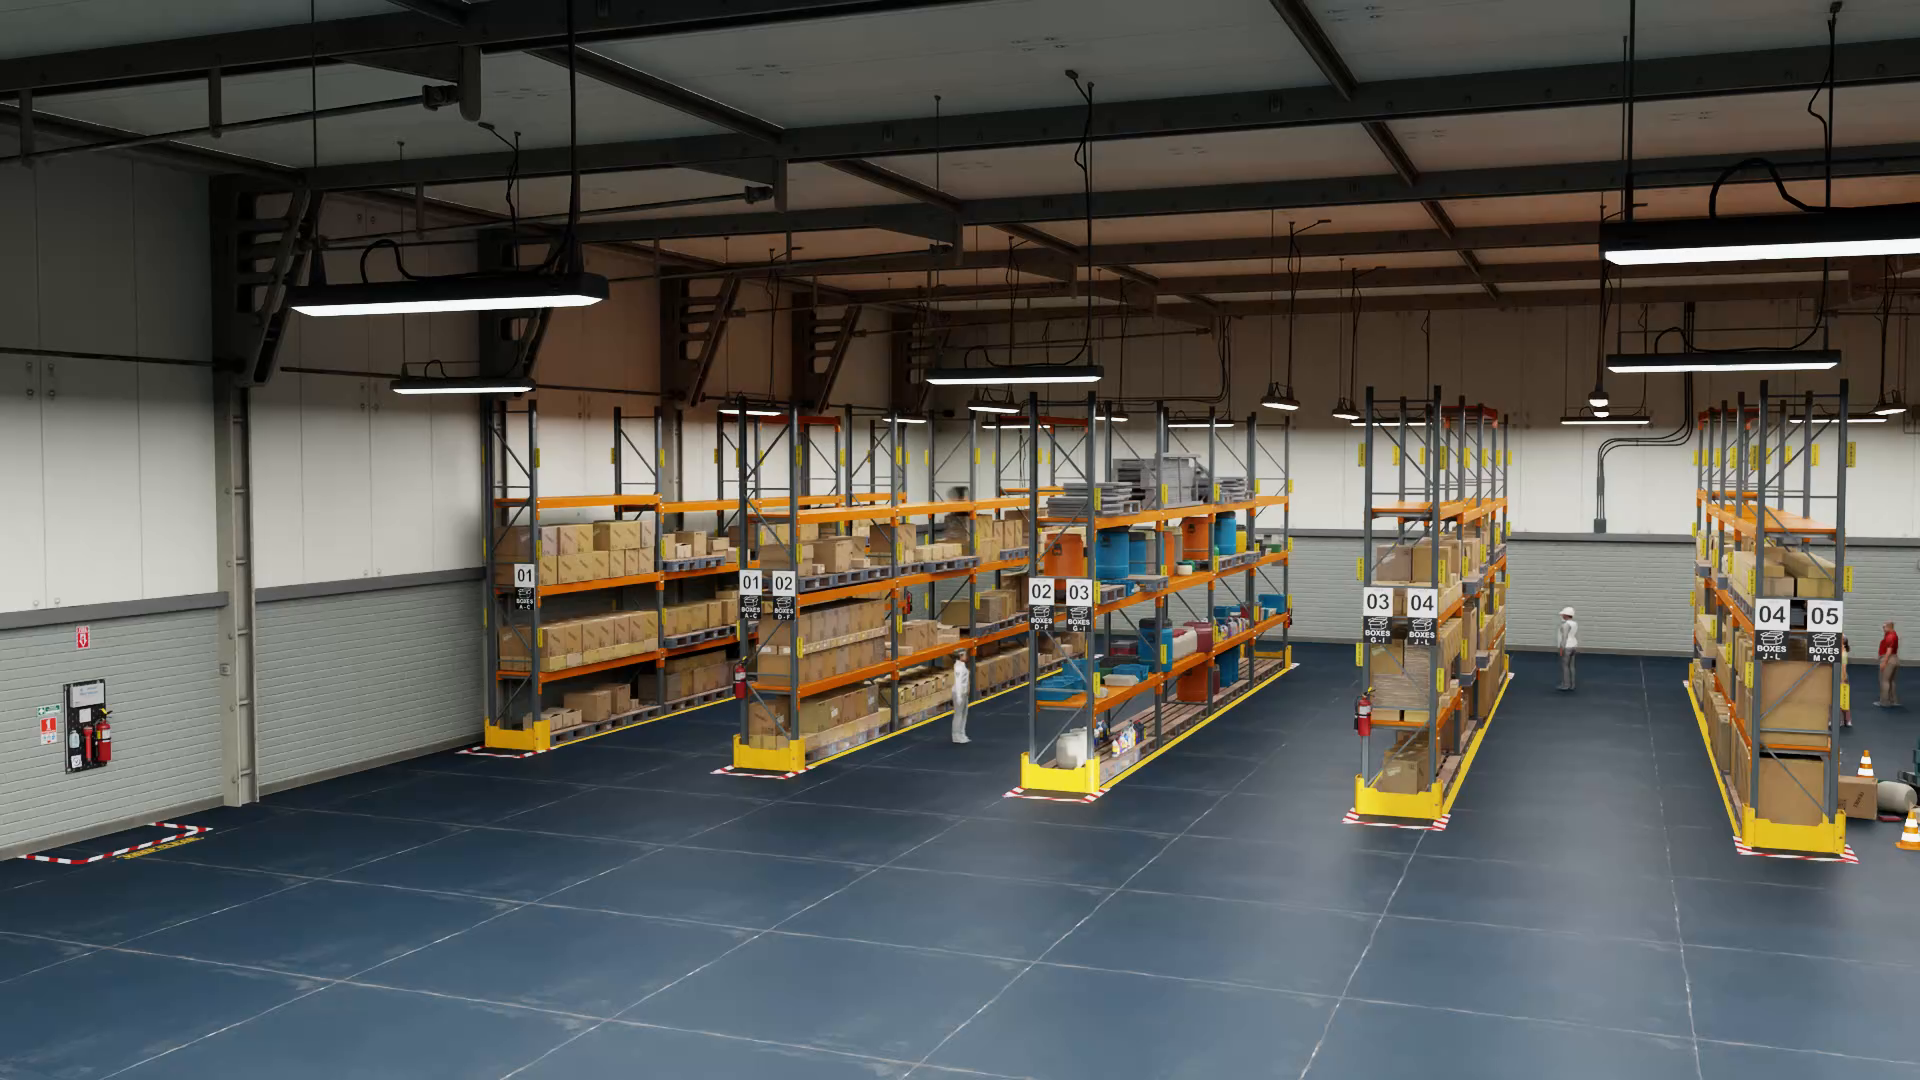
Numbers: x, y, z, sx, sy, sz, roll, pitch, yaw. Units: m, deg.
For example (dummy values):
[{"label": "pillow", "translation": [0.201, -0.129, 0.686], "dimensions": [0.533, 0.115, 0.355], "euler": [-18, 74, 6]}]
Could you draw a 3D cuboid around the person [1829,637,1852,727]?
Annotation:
[{"label": "person", "translation": [16.434, 2.640, 31.060], "dimensions": [0.475, 1.675, 0.417], "euler": [-3, 4, -42]}]

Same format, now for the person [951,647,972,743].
[{"label": "person", "translation": [0.024, 2.743, 29.257], "dimensions": [0.368, 1.729, 0.549], "euler": [0, 3, 5]}]

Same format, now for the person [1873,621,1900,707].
[{"label": "person", "translation": [18.711, 2.501, 33.551], "dimensions": [0.628, 1.727, 0.404], "euler": [-2, 4, -37]}]

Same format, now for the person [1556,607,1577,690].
[{"label": "person", "translation": [13.096, 2.334, 35.895], "dimensions": [0.601, 1.776, 0.374], "euler": [-3, 4, -45]}]
